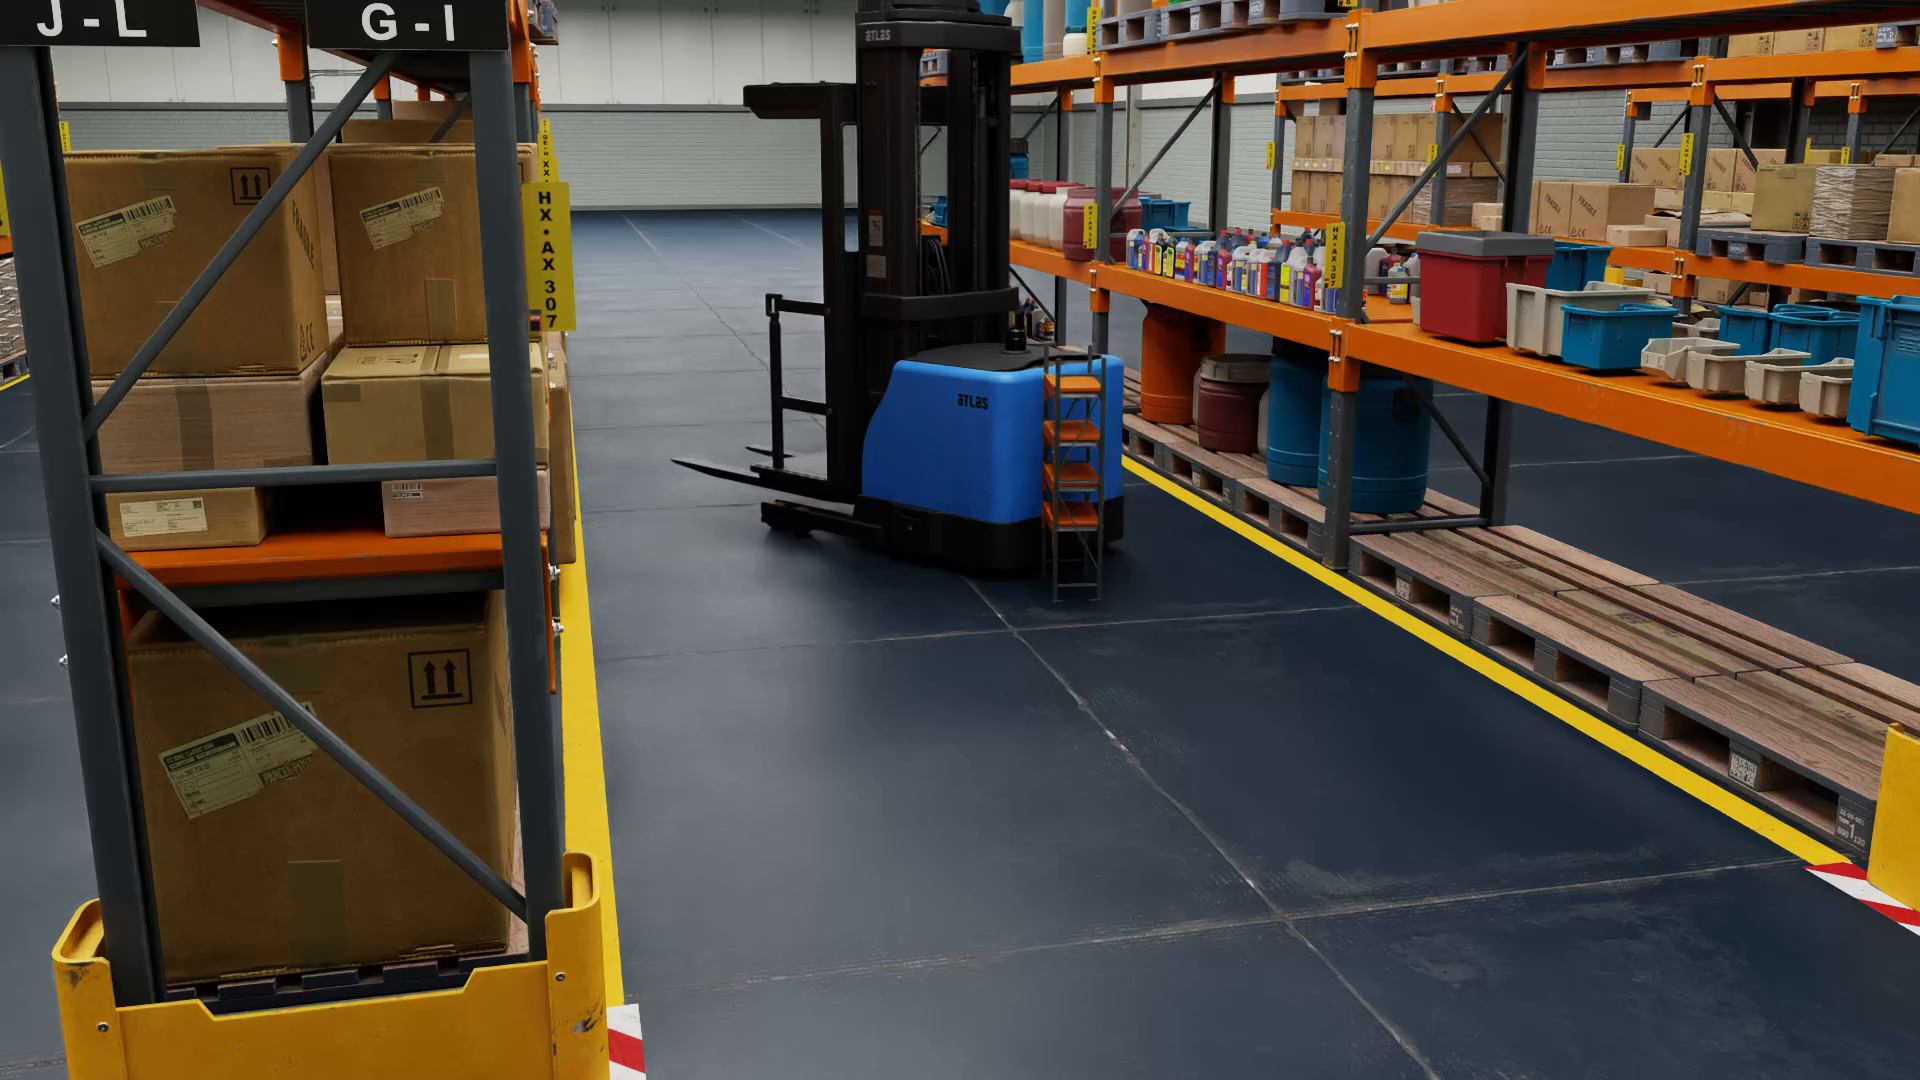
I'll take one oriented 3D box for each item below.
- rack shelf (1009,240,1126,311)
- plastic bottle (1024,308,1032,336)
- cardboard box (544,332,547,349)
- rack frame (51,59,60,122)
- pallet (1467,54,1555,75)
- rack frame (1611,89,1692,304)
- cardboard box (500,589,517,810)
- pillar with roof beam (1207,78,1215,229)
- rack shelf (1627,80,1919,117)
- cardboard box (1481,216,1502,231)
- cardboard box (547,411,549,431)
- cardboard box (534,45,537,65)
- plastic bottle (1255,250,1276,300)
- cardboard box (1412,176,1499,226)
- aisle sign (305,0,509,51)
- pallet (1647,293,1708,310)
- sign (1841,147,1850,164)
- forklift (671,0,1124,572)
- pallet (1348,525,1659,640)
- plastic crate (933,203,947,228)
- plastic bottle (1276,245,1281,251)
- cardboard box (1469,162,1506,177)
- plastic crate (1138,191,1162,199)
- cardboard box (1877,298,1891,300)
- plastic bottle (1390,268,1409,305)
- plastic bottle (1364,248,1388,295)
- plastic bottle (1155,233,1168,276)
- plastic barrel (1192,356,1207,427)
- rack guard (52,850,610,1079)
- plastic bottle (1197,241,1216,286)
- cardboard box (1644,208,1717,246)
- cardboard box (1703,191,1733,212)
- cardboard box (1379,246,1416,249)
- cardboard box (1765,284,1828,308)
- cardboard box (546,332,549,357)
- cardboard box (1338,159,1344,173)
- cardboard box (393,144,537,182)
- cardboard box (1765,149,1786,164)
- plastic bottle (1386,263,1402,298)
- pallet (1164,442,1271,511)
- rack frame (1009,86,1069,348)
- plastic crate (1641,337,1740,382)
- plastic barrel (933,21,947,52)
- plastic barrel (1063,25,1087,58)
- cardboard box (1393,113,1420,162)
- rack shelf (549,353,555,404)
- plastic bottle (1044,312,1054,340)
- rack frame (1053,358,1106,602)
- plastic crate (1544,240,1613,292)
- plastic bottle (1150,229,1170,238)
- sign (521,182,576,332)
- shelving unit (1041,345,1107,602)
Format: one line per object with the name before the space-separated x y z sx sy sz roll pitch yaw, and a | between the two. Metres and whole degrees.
rack shelf | 1.019 -2.368 14.314 1.077 0.370 4.000 -3 14 -13
plastic bottle | 0.695 -2.238 17.063 0.061 0.283 0.133 -3 14 -13
cardboard box | -1.783 -0.804 6.089 0.500 0.250 0.500 -3 14 -12
rack frame | -10.049 -3.572 17.728 1.000 3.000 0.127 -3 14 -13
pallet | 5.585 -4.615 16.081 0.805 0.209 1.217 -4 14 -15
rack frame | 9.240 -4.654 22.155 1.000 3.000 0.127 -3 14 -13
cardboard box | -1.888 0.341 5.304 0.875 0.875 0.875 -3 14 -13
pillar with roof beam | 1.833 -11.367 36.994 9.100 9.000 0.400 -3 14 -13
rack shelf | 9.710 -5.300 19.996 1.077 0.370 4.000 -3 14 -13
cardboard box | 5.375 -3.116 16.391 0.380 0.149 0.250 -3 14 -13
cardboard box | -1.513 -0.409 5.310 0.380 0.149 0.250 -3 14 -14
cardboard box | -4.121 -4.405 15.133 0.500 0.250 0.500 -4 14 -15
plastic bottle | 1.818 -1.546 9.698 0.152 0.276 0.135 -3 14 -13
cardboard box | 5.255 -3.604 17.650 0.700 0.500 0.500 -4 14 -15
aisle sign | -1.138 -1.397 3.348 0.394 0.787 0.004 -3 14 -13
pallet | 9.415 -3.092 21.639 1.003 0.211 1.213 -3 14 -13
sign | 9.654 -4.119 18.144 0.100 0.325 0.005 -3 14 -13
forklift | -0.516 -1.530 9.516 3.031 2.935 1.130 13 19 42
pallet | 2.639 0.189 8.209 1.003 0.211 1.213 -3 14 -13
plastic crate | 0.026 -3.347 17.118 0.499 0.251 0.616 -3 14 -13
plastic bottle | 2.177 -1.897 11.289 0.097 0.201 0.097 0 14 0
cardboard box | 5.491 -3.890 17.453 0.380 0.149 0.250 -3 14 -13
plastic crate | 1.407 -2.677 13.929 0.402 0.464 0.583 -3 14 -13
cardboard box | 10.369 -2.561 17.931 0.700 0.500 0.500 -3 14 -11
plastic bottle | 2.487 -1.438 9.411 0.097 0.201 0.097 0 14 0
plastic bottle | 2.473 -1.615 9.977 0.152 0.276 0.135 -3 14 -13
plastic bottle | 1.372 -1.941 11.298 0.061 0.283 0.133 -3 14 -13
plastic barrel | 1.840 -1.014 11.615 0.421 0.512 0.421 0 14 0
rack guard | -1.441 1.086 3.930 1.175 0.500 0.348 -3 14 -13
plastic bottle | 1.602 -1.758 10.563 0.152 0.276 0.135 -3 14 -13
cardboard box | 6.283 -2.705 14.366 0.500 0.311 0.500 -3 14 -14
cardboard box | 9.412 -4.107 20.190 0.500 0.250 0.500 -3 14 -13
cardboard box | 5.206 -3.157 19.357 0.500 0.500 0.500 -3 14 -13
cardboard box | 9.897 -2.968 19.593 0.500 0.500 0.500 -4 14 -17
cardboard box | -1.935 -0.823 7.007 0.380 0.149 0.250 -3 14 -12
cardboard box | 4.613 -4.341 19.297 0.380 0.149 0.250 -3 14 -14
cardboard box | -1.904 -1.286 6.480 0.500 0.500 0.500 -3 14 -13
cardboard box | 9.645 -4.239 19.150 0.500 0.500 0.500 -3 14 -14
plastic bottle | 2.558 -1.522 9.756 0.097 0.201 0.097 0 14 0
pallet | 1.998 -0.441 10.787 1.003 0.211 1.213 -3 14 -13
rack frame | 0.550 -3.179 16.118 1.000 3.000 0.127 -3 14 -13
plastic crate | 2.770 -0.687 6.349 0.298 0.136 0.250 -3 14 -13
plastic barrel | 0.002 -5.598 18.419 0.600 0.588 0.600 0 14 0
plastic barrel | 0.964 -3.926 13.149 0.301 0.262 0.301 0 14 0
cardboard box | 5.135 -4.351 17.973 0.700 0.500 0.500 -3 14 -13
rack shelf | -2.856 -1.169 9.407 1.077 0.370 4.000 -3 14 -13
plastic bottle | 0.901 -2.165 16.790 0.097 0.271 0.097 0 14 0
rack frame | 0.576 -0.281 8.051 0.240 1.200 0.015 -1 14 -3
plastic crate | 2.870 -1.266 8.195 0.392 0.384 0.575 -3 14 -13
plastic bottle | 1.424 -2.086 11.908 0.152 0.276 0.135 -3 14 -13
sign | -0.906 -0.623 3.665 0.100 0.325 0.005 -3 14 -13
shelving unit | 0.561 -0.339 8.287 0.258 1.200 0.503 -1 14 -3
